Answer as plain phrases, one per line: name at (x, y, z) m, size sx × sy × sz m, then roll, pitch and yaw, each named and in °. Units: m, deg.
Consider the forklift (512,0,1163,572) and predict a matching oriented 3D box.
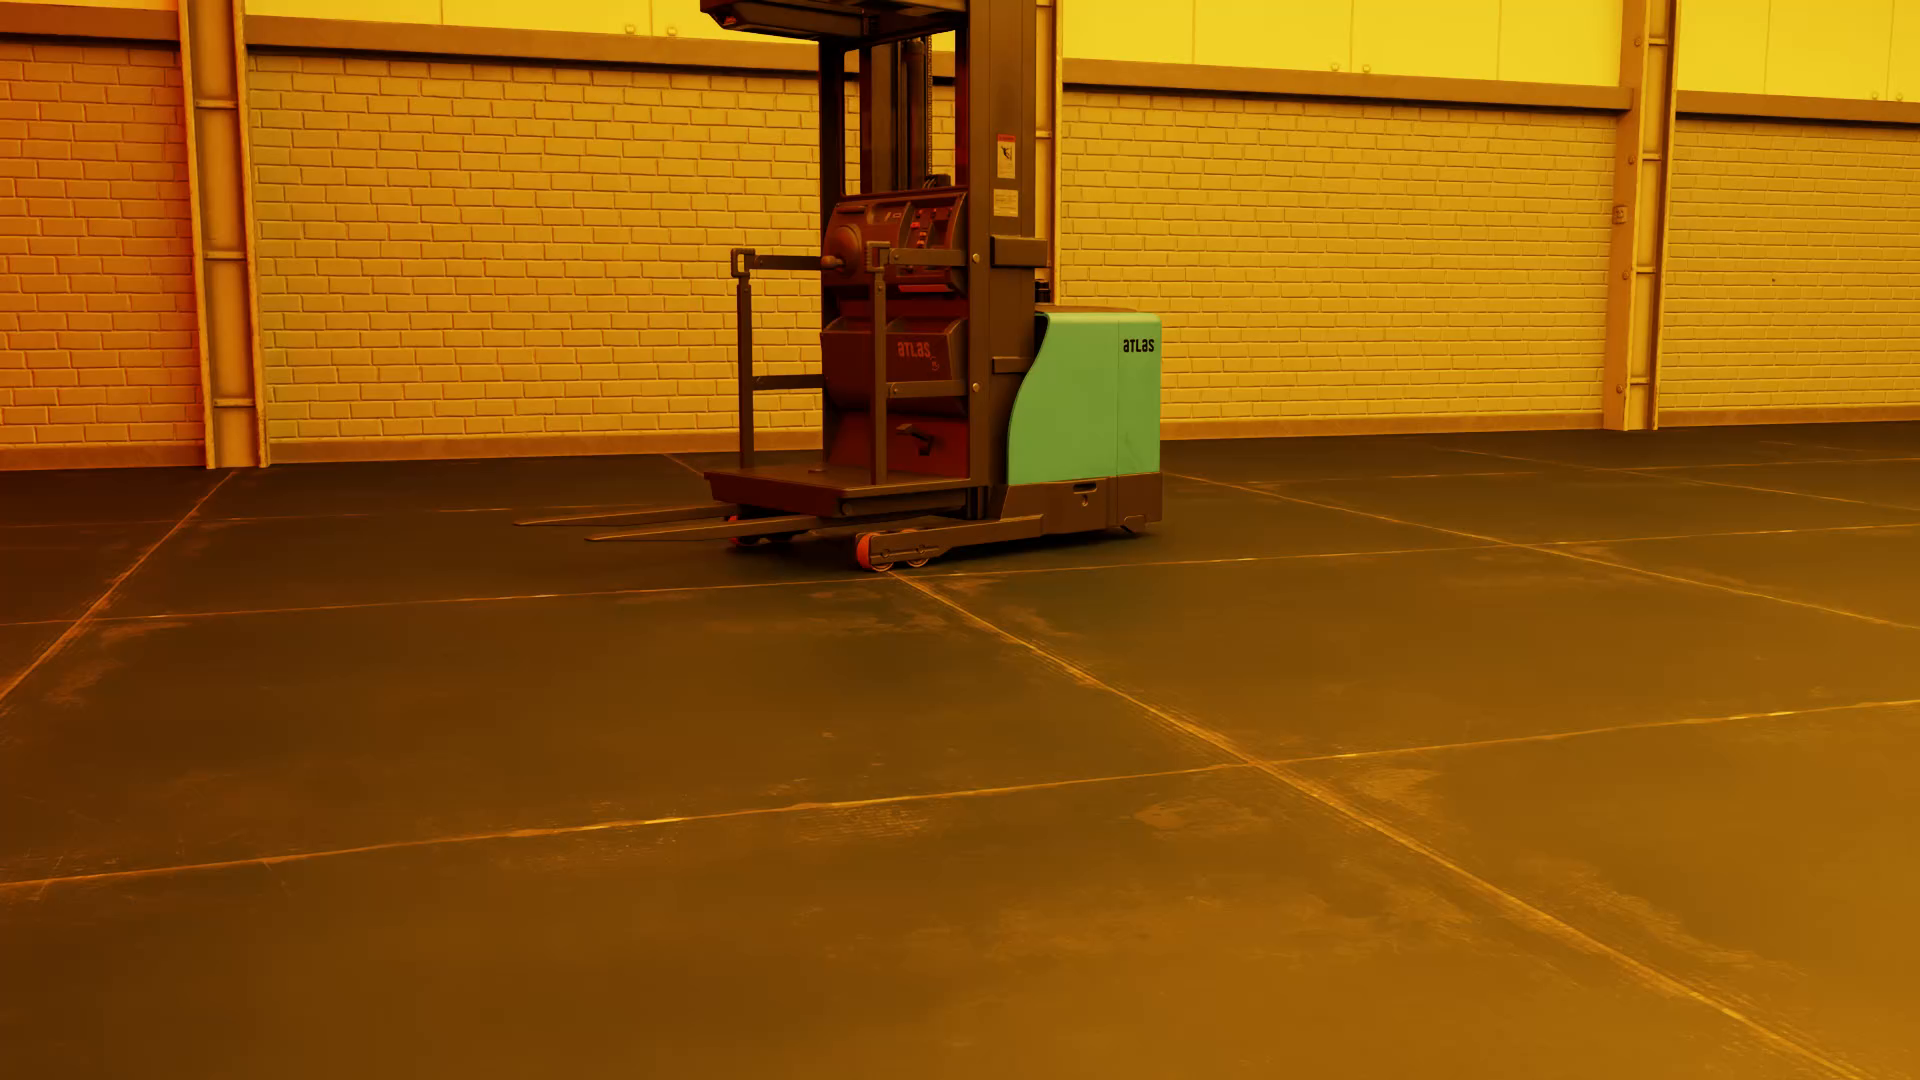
forklift at (-0.461, -1.399, 7.333) m, size 3.031 × 2.935 × 1.130 m, roll -7°, pitch 10°, yaw -40°
